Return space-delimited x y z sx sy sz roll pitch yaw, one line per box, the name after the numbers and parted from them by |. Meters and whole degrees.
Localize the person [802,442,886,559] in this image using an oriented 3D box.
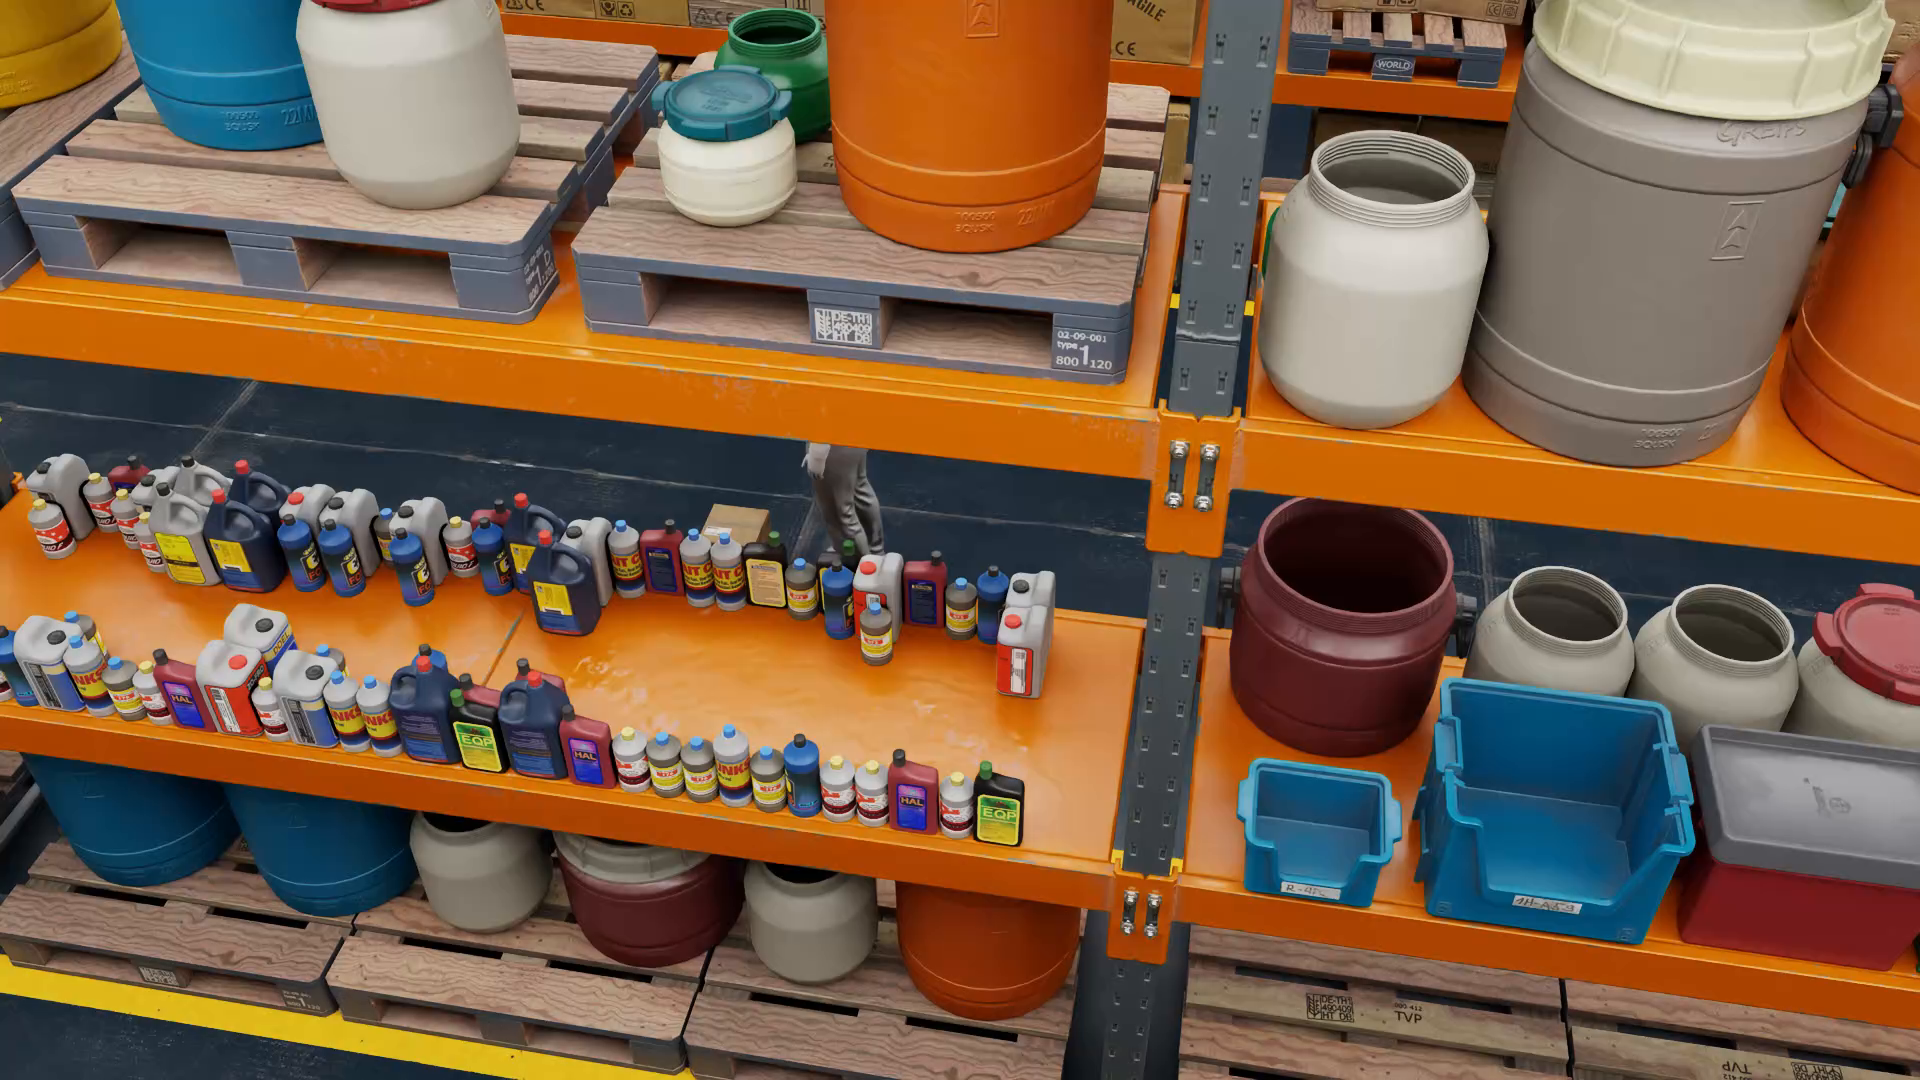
-0.499 -0.449 6.670 0.344 1.692 0.466 8 41 9 | person
